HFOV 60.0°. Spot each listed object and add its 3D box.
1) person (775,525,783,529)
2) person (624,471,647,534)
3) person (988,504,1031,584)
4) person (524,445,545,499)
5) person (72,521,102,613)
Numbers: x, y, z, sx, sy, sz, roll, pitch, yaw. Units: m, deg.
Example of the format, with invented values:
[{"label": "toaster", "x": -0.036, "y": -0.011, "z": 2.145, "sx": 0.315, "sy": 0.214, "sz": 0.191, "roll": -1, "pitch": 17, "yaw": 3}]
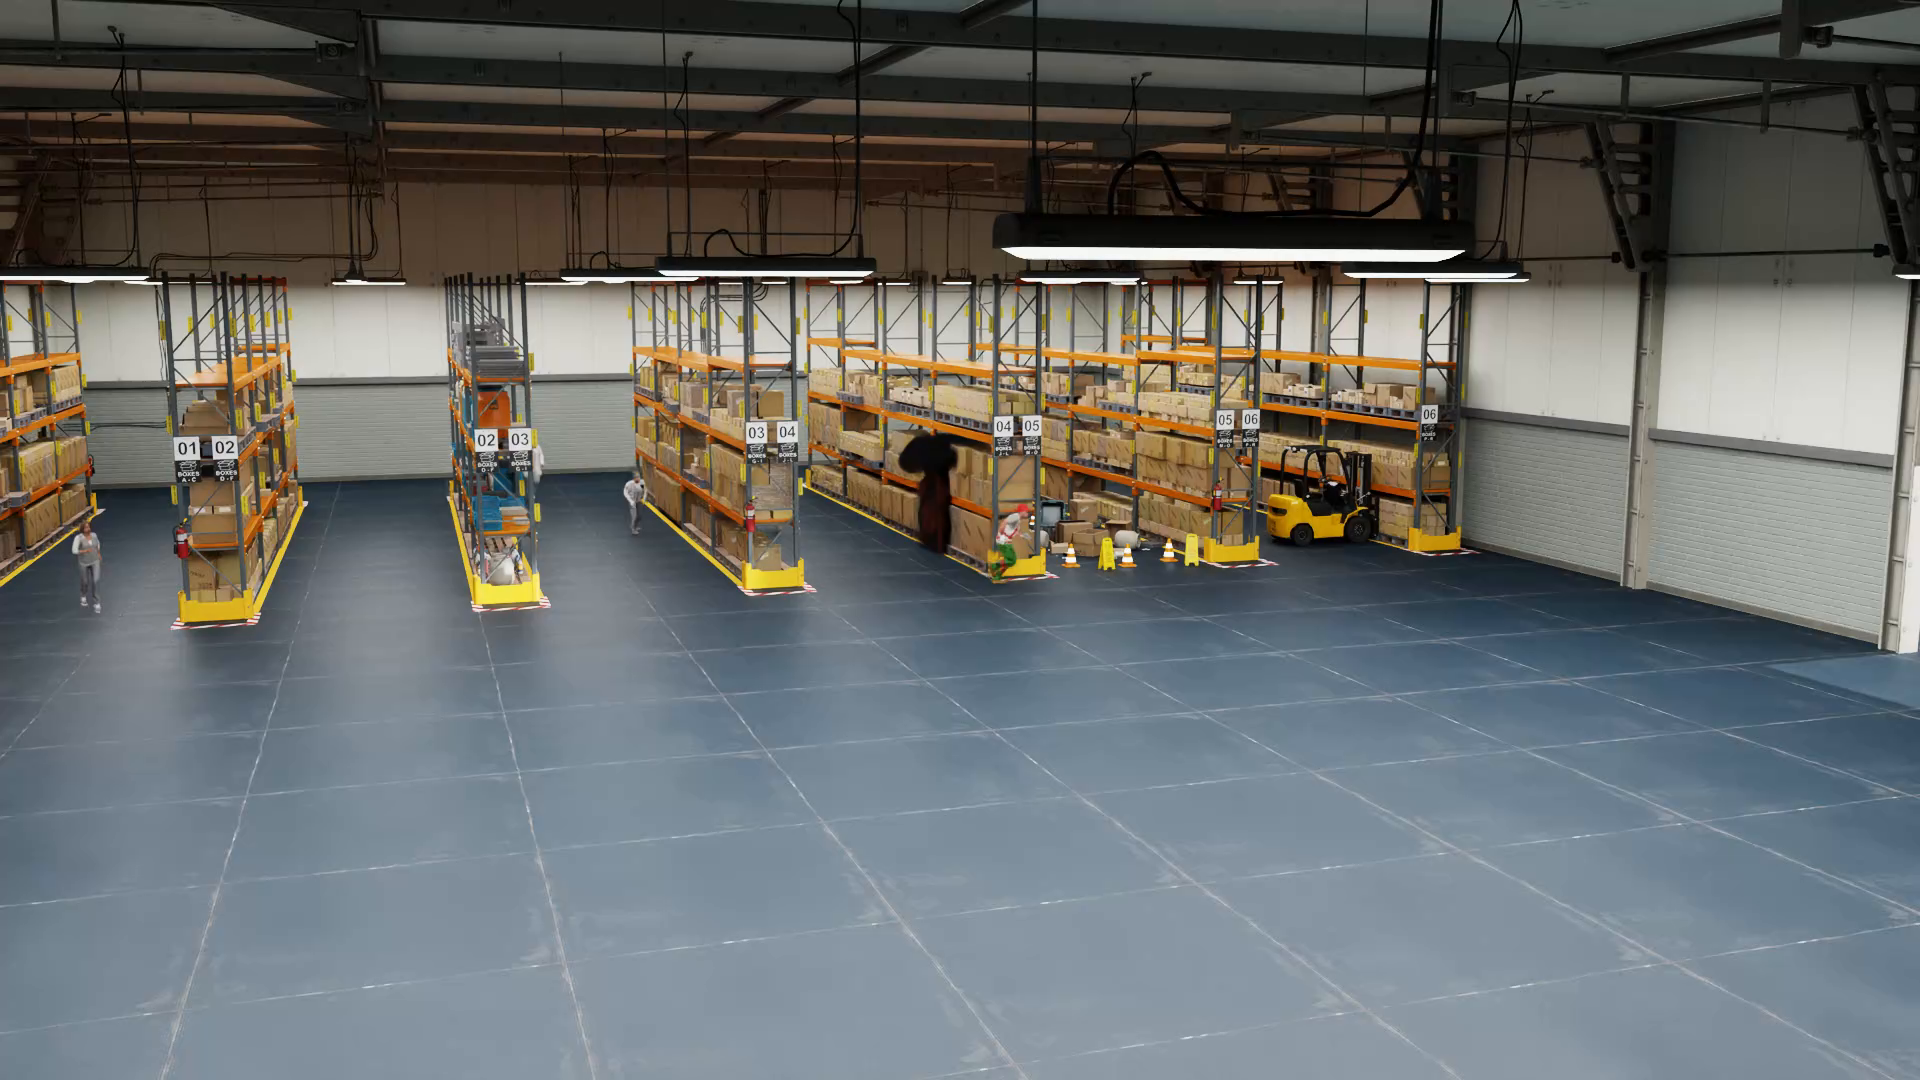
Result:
[{"label": "person", "x": -4.231, "y": -1.050, "z": 39.283, "sx": 0.579, "sy": 1.658, "sz": 0.724, "roll": -3, "pitch": 9, "yaw": -21}, {"label": "person", "x": -7.627, "y": -0.895, "z": 38.980, "sx": 0.619, "sy": 1.519, "sz": 0.850, "roll": -7, "pitch": 11, "yaw": -40}, {"label": "person", "x": 0.956, "y": 0.085, "z": 32.209, "sx": 0.834, "sy": 1.592, "sz": 0.693, "roll": 1, "pitch": 9, "yaw": 9}, {"label": "person", "x": -11.705, "y": -1.975, "z": 45.463, "sx": 0.694, "sy": 1.723, "sz": 0.672, "roll": -5, "pitch": 10, "yaw": -28}, {"label": "person", "x": -15.565, "y": 0.447, "z": 29.669, "sx": 0.507, "sy": 1.609, "sz": 0.861, "roll": -7, "pitch": 11, "yaw": -39}]
